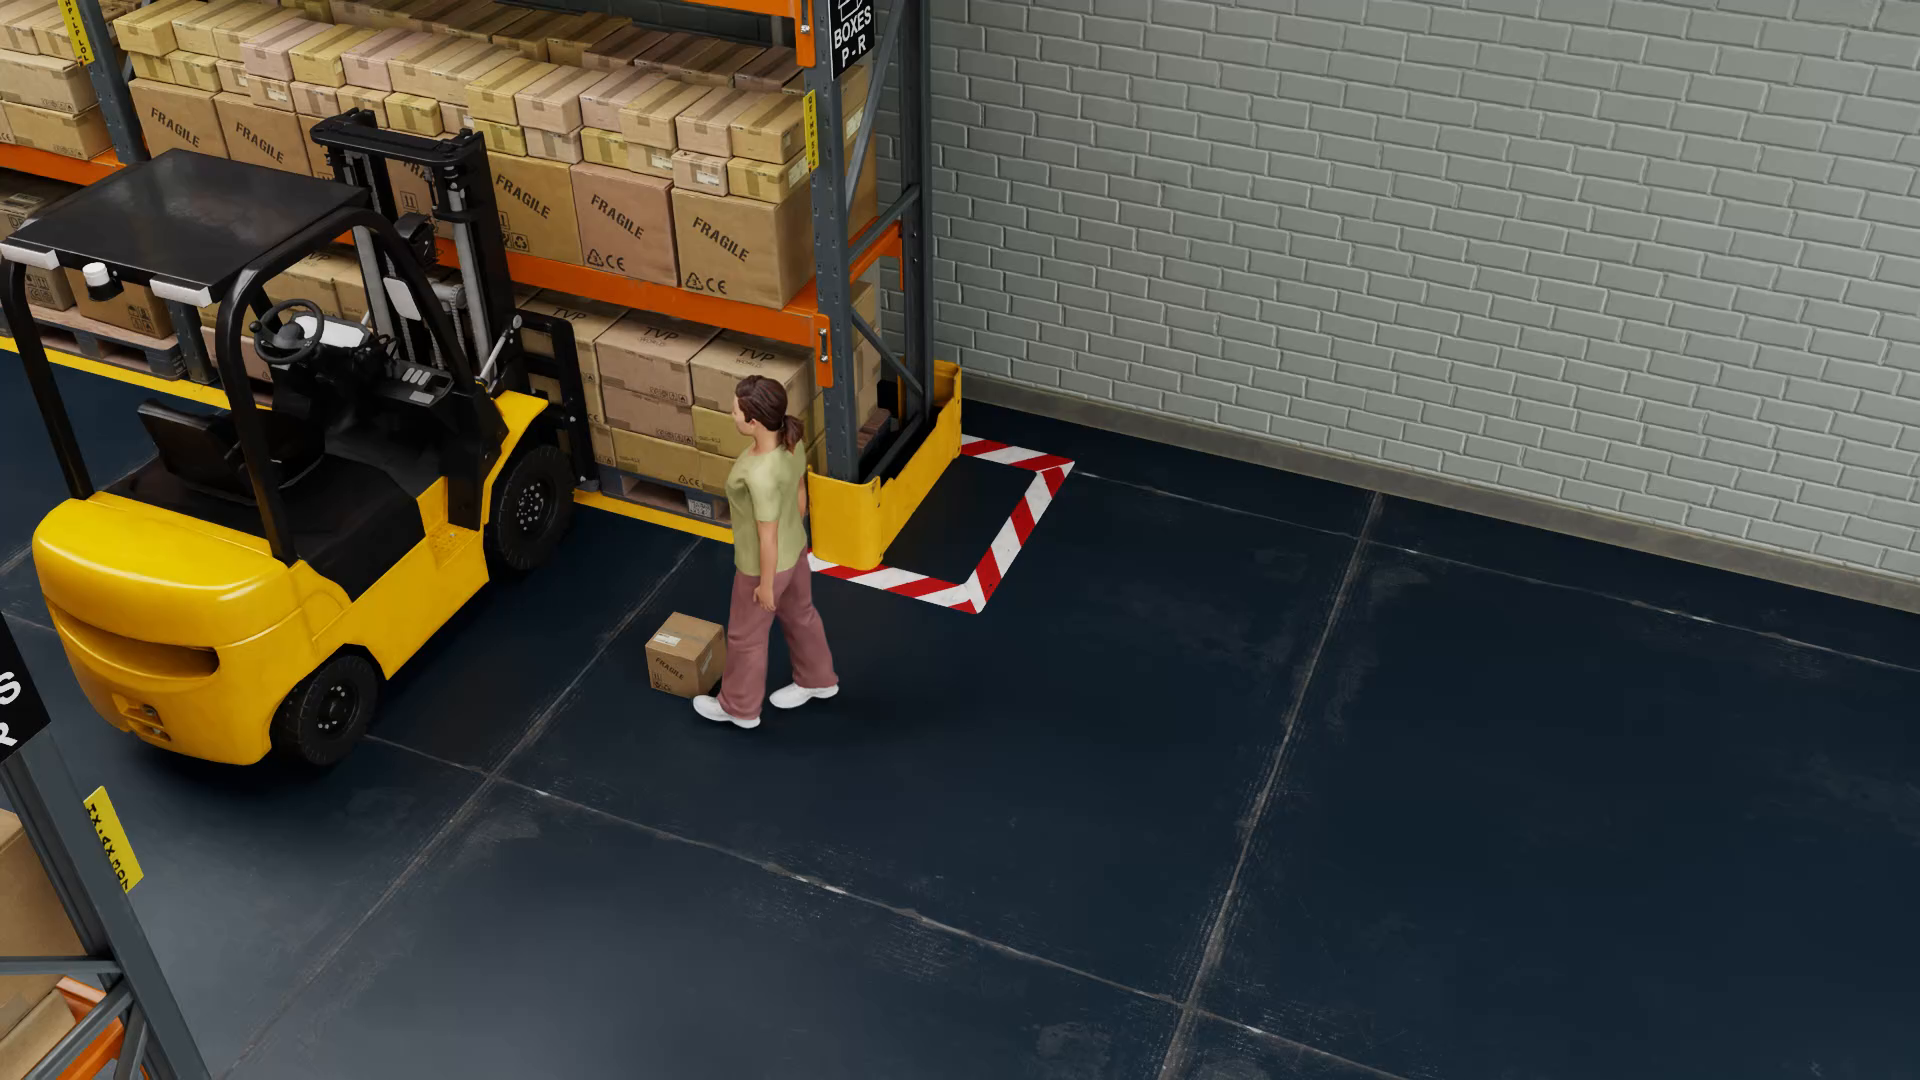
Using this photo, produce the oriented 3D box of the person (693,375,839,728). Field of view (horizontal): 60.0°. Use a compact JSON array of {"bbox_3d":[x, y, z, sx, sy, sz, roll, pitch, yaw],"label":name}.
[{"bbox_3d":[-0.842,0.059,6.740,0.595,1.673,0.455,7,38,9],"label":"person"}]
